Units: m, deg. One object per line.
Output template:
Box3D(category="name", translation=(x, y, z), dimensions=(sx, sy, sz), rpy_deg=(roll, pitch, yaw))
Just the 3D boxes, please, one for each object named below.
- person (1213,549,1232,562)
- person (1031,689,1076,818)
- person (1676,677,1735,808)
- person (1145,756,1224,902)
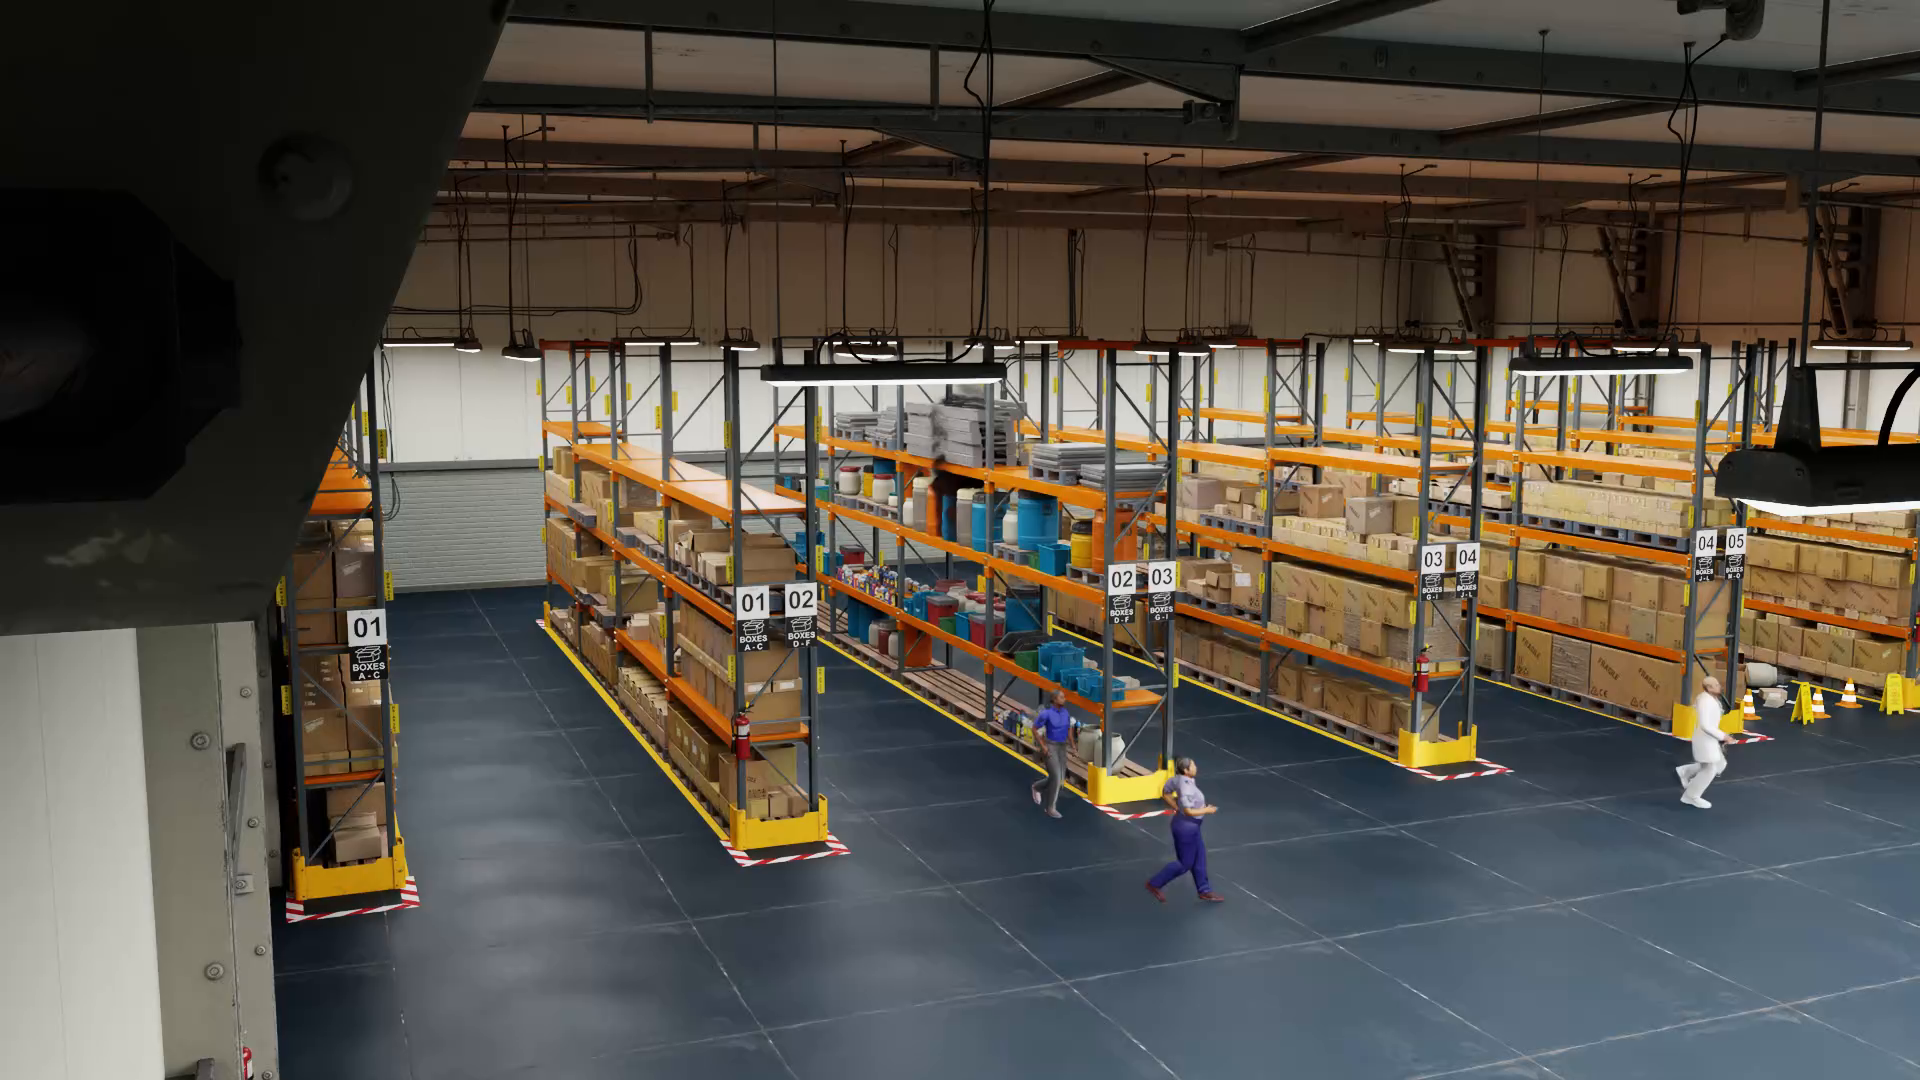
Box3D(category="person", translation=(6.605, -0.079, 42.229), dimensions=(0.903, 1.800, 0.644), rpy_deg=(-3, 8, -23))
Box3D(category="person", translation=(1.199, 2.742, 21.631), dimensions=(0.625, 1.623, 0.613), rpy_deg=(-6, 10, -41))
Box3D(category="person", translation=(9.815, 2.645, 21.870), dimensions=(0.701, 1.743, 0.735), rpy_deg=(4, 9, 29))
Box3D(category="person", translation=(2.454, 3.151, 18.084), dimensions=(0.894, 1.634, 0.612), rpy_deg=(0, 7, -1))
